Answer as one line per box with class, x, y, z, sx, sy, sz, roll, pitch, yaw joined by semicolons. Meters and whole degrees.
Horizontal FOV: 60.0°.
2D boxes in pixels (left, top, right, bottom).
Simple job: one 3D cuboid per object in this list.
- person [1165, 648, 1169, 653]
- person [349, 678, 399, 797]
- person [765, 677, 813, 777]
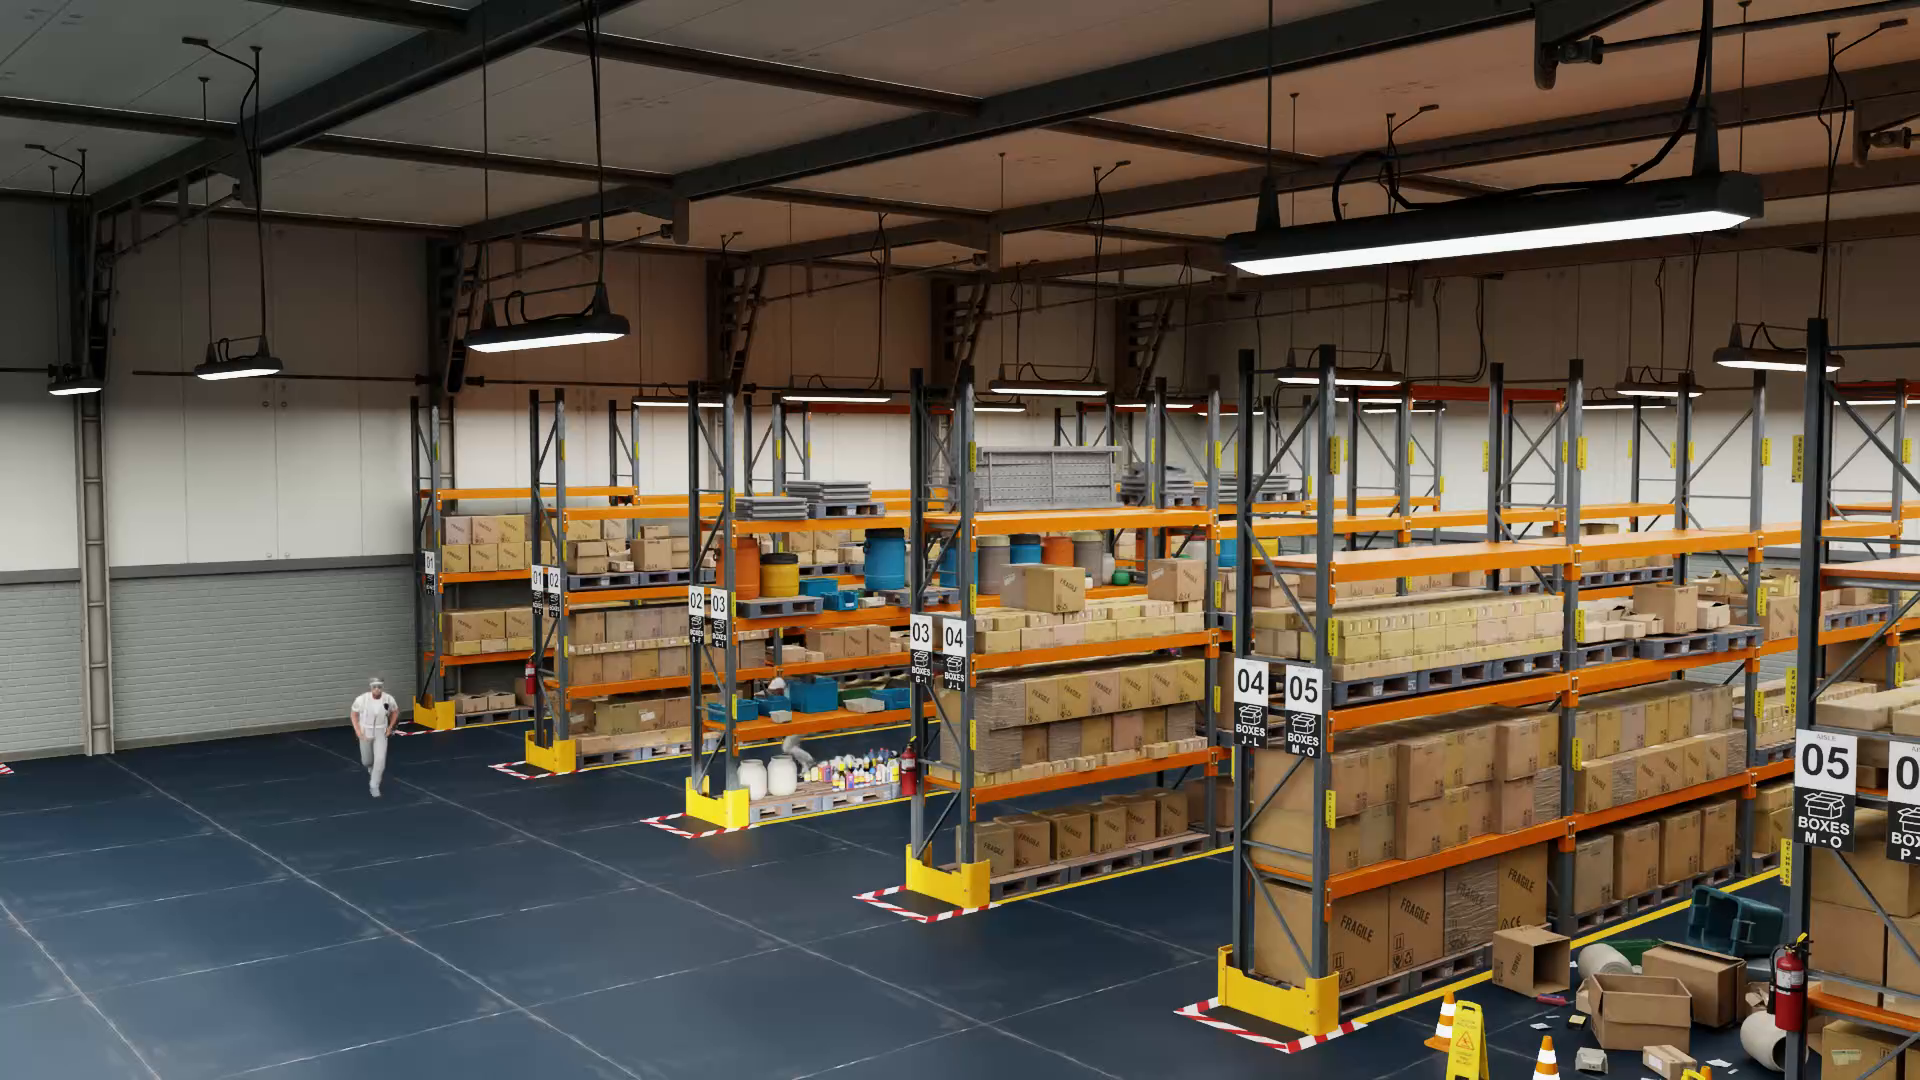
person;3.747;2.515;30.778;0.830;1.830;0.703;-2;4;-29
person;-8.646;2.881;24.554;0.683;1.755;0.787;-1;4;-20
person;-2.568;2.861;25.310;0.919;1.590;0.737;-3;4;-38
